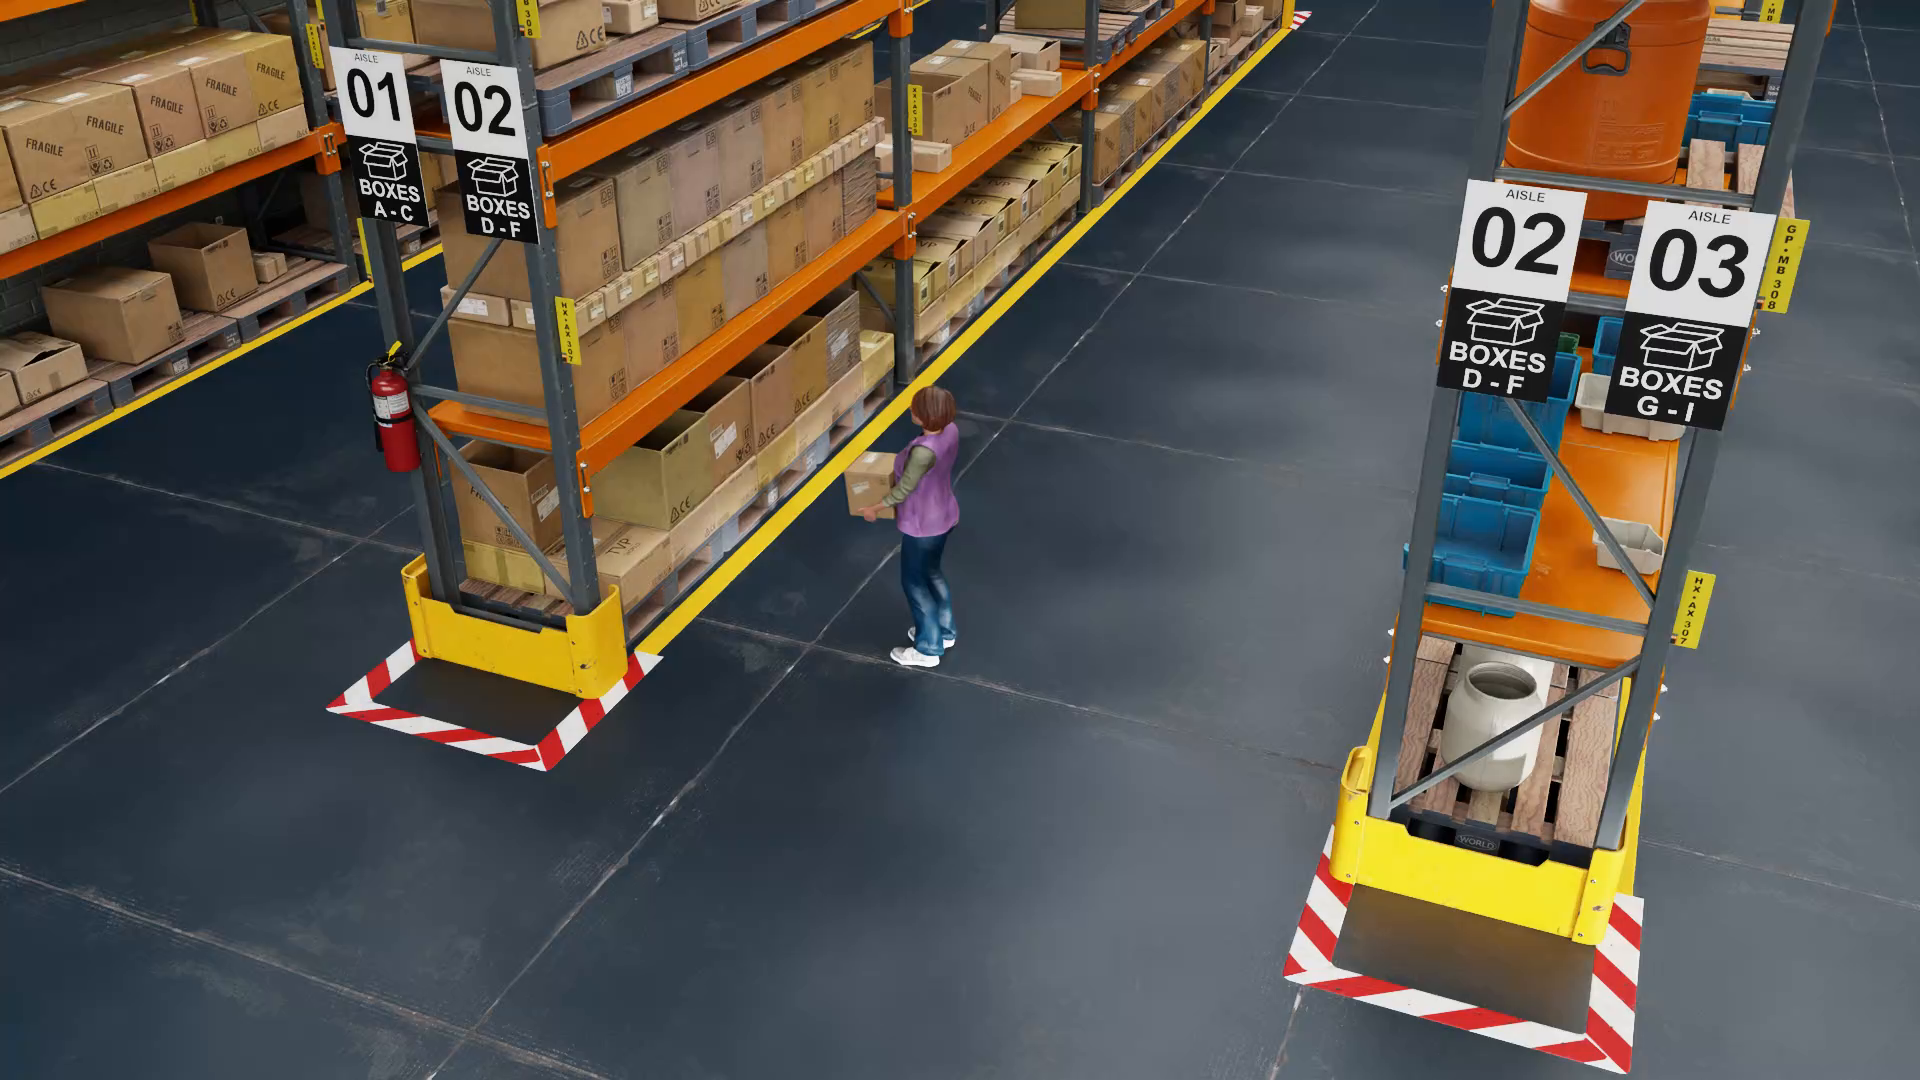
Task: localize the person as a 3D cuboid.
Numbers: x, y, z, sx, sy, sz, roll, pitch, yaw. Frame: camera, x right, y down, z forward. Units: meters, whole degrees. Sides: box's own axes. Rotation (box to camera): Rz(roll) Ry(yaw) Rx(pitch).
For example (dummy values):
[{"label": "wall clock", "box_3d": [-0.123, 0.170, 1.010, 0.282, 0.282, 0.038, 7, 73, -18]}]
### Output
[{"label": "person", "box_3d": [-0.252, -0.093, 8.561, 0.500, 1.588, 0.407, 12, 32, 19]}]
